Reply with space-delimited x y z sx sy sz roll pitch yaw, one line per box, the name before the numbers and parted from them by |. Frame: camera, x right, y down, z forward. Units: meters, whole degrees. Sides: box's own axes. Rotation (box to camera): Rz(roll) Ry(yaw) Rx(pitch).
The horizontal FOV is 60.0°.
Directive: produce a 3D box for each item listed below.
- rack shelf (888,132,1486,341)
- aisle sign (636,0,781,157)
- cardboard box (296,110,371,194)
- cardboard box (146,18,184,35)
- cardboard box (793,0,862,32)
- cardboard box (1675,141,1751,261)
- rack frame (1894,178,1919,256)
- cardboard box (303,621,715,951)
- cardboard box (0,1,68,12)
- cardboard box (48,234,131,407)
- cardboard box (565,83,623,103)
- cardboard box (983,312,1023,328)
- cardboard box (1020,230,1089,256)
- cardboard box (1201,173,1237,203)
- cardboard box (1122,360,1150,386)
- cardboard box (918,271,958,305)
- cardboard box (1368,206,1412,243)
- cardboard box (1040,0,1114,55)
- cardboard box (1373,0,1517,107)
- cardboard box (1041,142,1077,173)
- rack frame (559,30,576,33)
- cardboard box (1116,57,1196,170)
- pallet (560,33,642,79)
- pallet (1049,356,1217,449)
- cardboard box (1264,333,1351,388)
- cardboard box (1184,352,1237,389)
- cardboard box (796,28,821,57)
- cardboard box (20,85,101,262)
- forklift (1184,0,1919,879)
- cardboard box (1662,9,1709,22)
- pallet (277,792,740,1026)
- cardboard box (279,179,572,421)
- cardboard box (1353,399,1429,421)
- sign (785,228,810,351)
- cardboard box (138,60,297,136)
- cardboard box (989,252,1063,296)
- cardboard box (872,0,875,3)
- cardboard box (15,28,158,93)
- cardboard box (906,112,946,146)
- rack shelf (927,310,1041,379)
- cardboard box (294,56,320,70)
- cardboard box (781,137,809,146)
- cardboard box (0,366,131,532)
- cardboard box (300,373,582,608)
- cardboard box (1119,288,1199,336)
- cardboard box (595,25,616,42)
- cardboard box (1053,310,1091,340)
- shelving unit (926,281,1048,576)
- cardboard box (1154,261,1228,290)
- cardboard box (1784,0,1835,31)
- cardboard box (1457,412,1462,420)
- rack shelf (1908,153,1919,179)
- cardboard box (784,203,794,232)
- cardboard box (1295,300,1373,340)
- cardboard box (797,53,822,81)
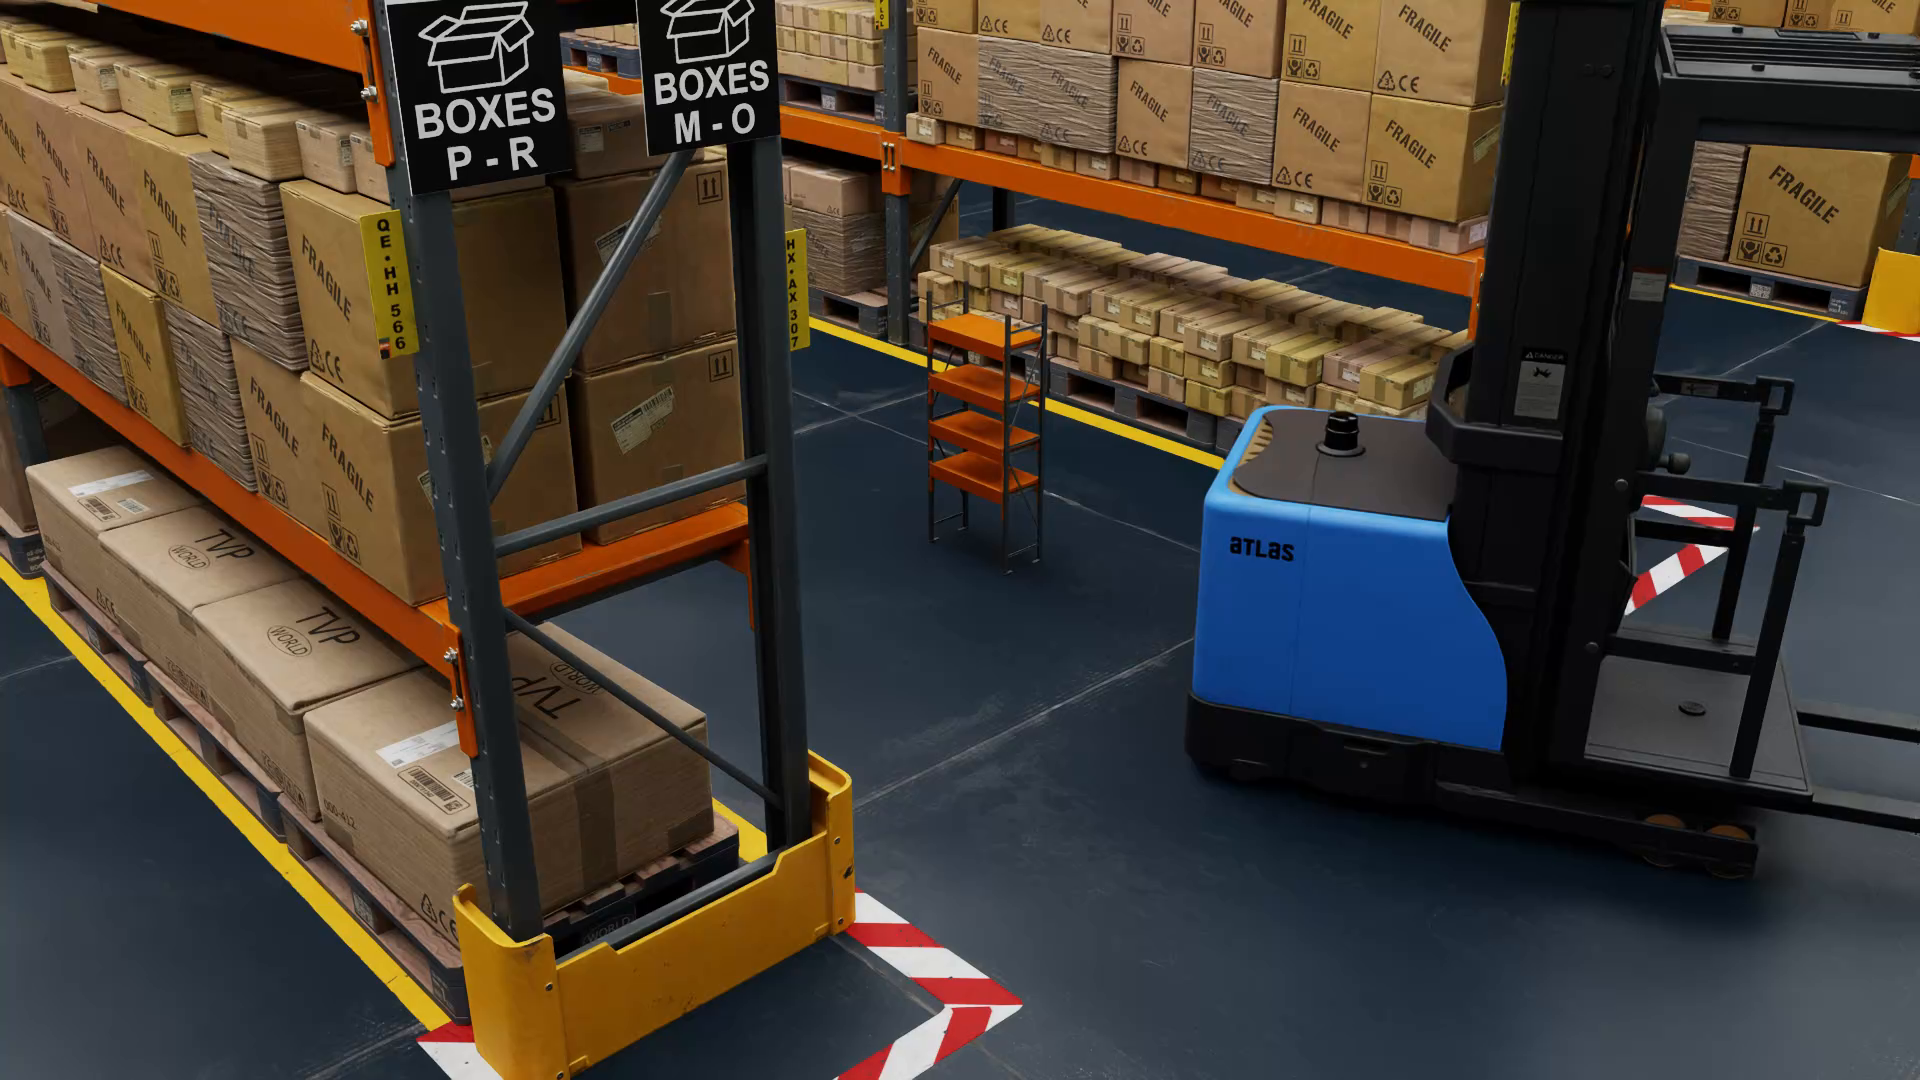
rack shelf | 1.320 -1.794 8.936 1.077 0.370 4.000 -21 32 -38
aisle sign | -0.597 -1.324 3.906 0.394 0.787 0.004 -21 32 -38
cardboard box | -1.440 -0.998 4.218 0.380 0.149 0.250 -21 32 -38
cardboard box | -2.698 -1.825 6.029 0.380 0.149 0.250 -22 32 -39
cardboard box | -0.823 -3.301 10.452 0.380 0.149 0.250 -23 33 -40
cardboard box | 5.259 -2.563 11.809 0.875 0.875 0.875 -21 32 -38
rack frame | 6.376 -2.892 10.476 1.000 3.000 0.127 -21 32 -38
cardboard box | -1.381 0.722 5.134 0.875 0.438 0.875 22 33 40
cardboard box | -3.565 -1.919 6.236 0.380 0.149 0.250 -22 32 -39
cardboard box | -2.786 -0.816 5.803 0.500 0.500 0.500 -21 32 -38
cardboard box | -1.129 -1.122 4.488 0.380 0.149 0.250 -20 31 -37
cardboard box | 0.357 -1.279 9.868 0.380 0.149 0.250 -21 32 -39
cardboard box | 0.590 -1.792 10.277 0.380 0.149 0.250 -21 32 -38
cardboard box | 1.442 -1.835 8.462 0.250 0.149 0.380 22 33 40
cardboard box | 1.119 -0.981 9.215 0.380 0.149 0.250 -20 31 -37
cardboard box | -0.033 -1.556 10.118 0.380 0.149 0.250 -19 31 -36
cardboard box | 2.115 -1.506 7.740 0.380 0.149 0.250 -21 32 -39
cardboard box | 0.771 -2.843 8.685 0.500 0.500 0.500 -21 32 -38
cardboard box | 2.193 -2.220 7.318 0.500 0.500 0.500 -22 33 -39
cardboard box | 0.665 -2.133 9.113 0.380 0.149 0.250 -21 32 -38
rack frame | -2.781 -3.939 12.771 1.000 3.000 0.127 -21 32 -38
cardboard box | 1.157 -2.222 8.528 0.500 0.500 0.500 -19 31 -36
pallet | -2.216 -3.667 12.404 1.213 0.211 1.003 -21 32 -38
pallet | 1.276 -0.896 9.459 1.003 0.211 1.213 -21 32 -38
cardboard box | 1.740 -0.904 8.329 0.380 0.149 0.250 -22 33 -40
cardboard box | 1.398 -0.934 8.754 0.380 0.149 0.250 -21 32 -38
cardboard box | -0.812 -3.160 10.500 0.380 0.149 0.250 -20 31 -36
cardboard box | -2.760 -1.267 5.588 0.500 0.500 0.500 -21 32 -38
forklift | 2.375 -0.492 5.296 3.031 2.935 1.130 8 26 18
cardboard box | 5.184 -3.647 11.952 0.500 0.250 0.500 -22 32 -39
pallet | -1.461 0.968 5.374 1.003 0.211 1.213 -21 32 -38
cardboard box | -1.361 -0.660 4.257 0.500 0.500 0.500 -20 31 -37
cardboard box | 2.118 -0.624 8.074 0.380 0.149 0.250 -22 33 -40
sign | -0.448 -0.666 4.458 0.100 0.325 0.005 -21 32 -38
cardboard box | -2.161 -1.299 4.877 0.380 0.149 0.250 -20 31 -37
cardboard box | 0.391 -1.566 9.781 0.380 0.149 0.250 -22 32 -39
cardboard box | -0.349 -3.486 10.857 0.380 0.149 0.250 -21 32 -38
cardboard box | -2.887 -1.599 5.534 0.380 0.149 0.250 -22 33 -40
cardboard box | -0.092 -2.435 9.775 0.380 0.149 0.250 -20 31 -37
rack shelf | 0.113 -0.853 7.228 0.258 0.148 0.480 -21 32 -38
cardboard box | -1.927 -1.544 5.414 0.380 0.149 0.250 -22 33 -40
cardboard box | -1.070 -2.738 11.740 0.500 0.250 0.500 -20 31 -37
cardboard box | -4.074 -0.682 7.686 0.875 0.875 0.875 -20 31 -37
cardboard box | -1.380 -0.197 4.448 0.500 0.500 0.500 -21 32 -38
cardboard box | 1.087 -1.248 9.085 0.380 0.149 0.250 -21 32 -38
cardboard box | -2.439 -3.742 12.135 0.380 0.149 0.250 -19 31 -36
cardboard box | 0.752 -1.269 9.488 0.380 0.149 0.250 -19 31 -36
shelving unit | 0.113 -0.496 7.391 0.258 1.200 0.503 -21 32 -38
cardboard box | 1.331 -1.484 9.601 0.250 0.149 0.380 22 33 40
cardboard box | 5.904 -3.674 11.108 0.500 0.500 0.500 -22 33 -40
cardboard box | 2.562 -0.659 8.510 0.380 0.149 0.250 -20 32 -37
rack shelf | 5.009 -3.171 11.953 1.077 0.370 4.000 -21 32 -38
cardboard box | -1.087 -2.090 11.222 0.500 0.500 0.500 -22 33 -40
cardboard box | 1.992 -1.149 8.867 0.250 0.149 0.380 22 32 39
cardboard box | -0.810 -3.023 10.559 0.380 0.149 0.250 -21 32 -39
